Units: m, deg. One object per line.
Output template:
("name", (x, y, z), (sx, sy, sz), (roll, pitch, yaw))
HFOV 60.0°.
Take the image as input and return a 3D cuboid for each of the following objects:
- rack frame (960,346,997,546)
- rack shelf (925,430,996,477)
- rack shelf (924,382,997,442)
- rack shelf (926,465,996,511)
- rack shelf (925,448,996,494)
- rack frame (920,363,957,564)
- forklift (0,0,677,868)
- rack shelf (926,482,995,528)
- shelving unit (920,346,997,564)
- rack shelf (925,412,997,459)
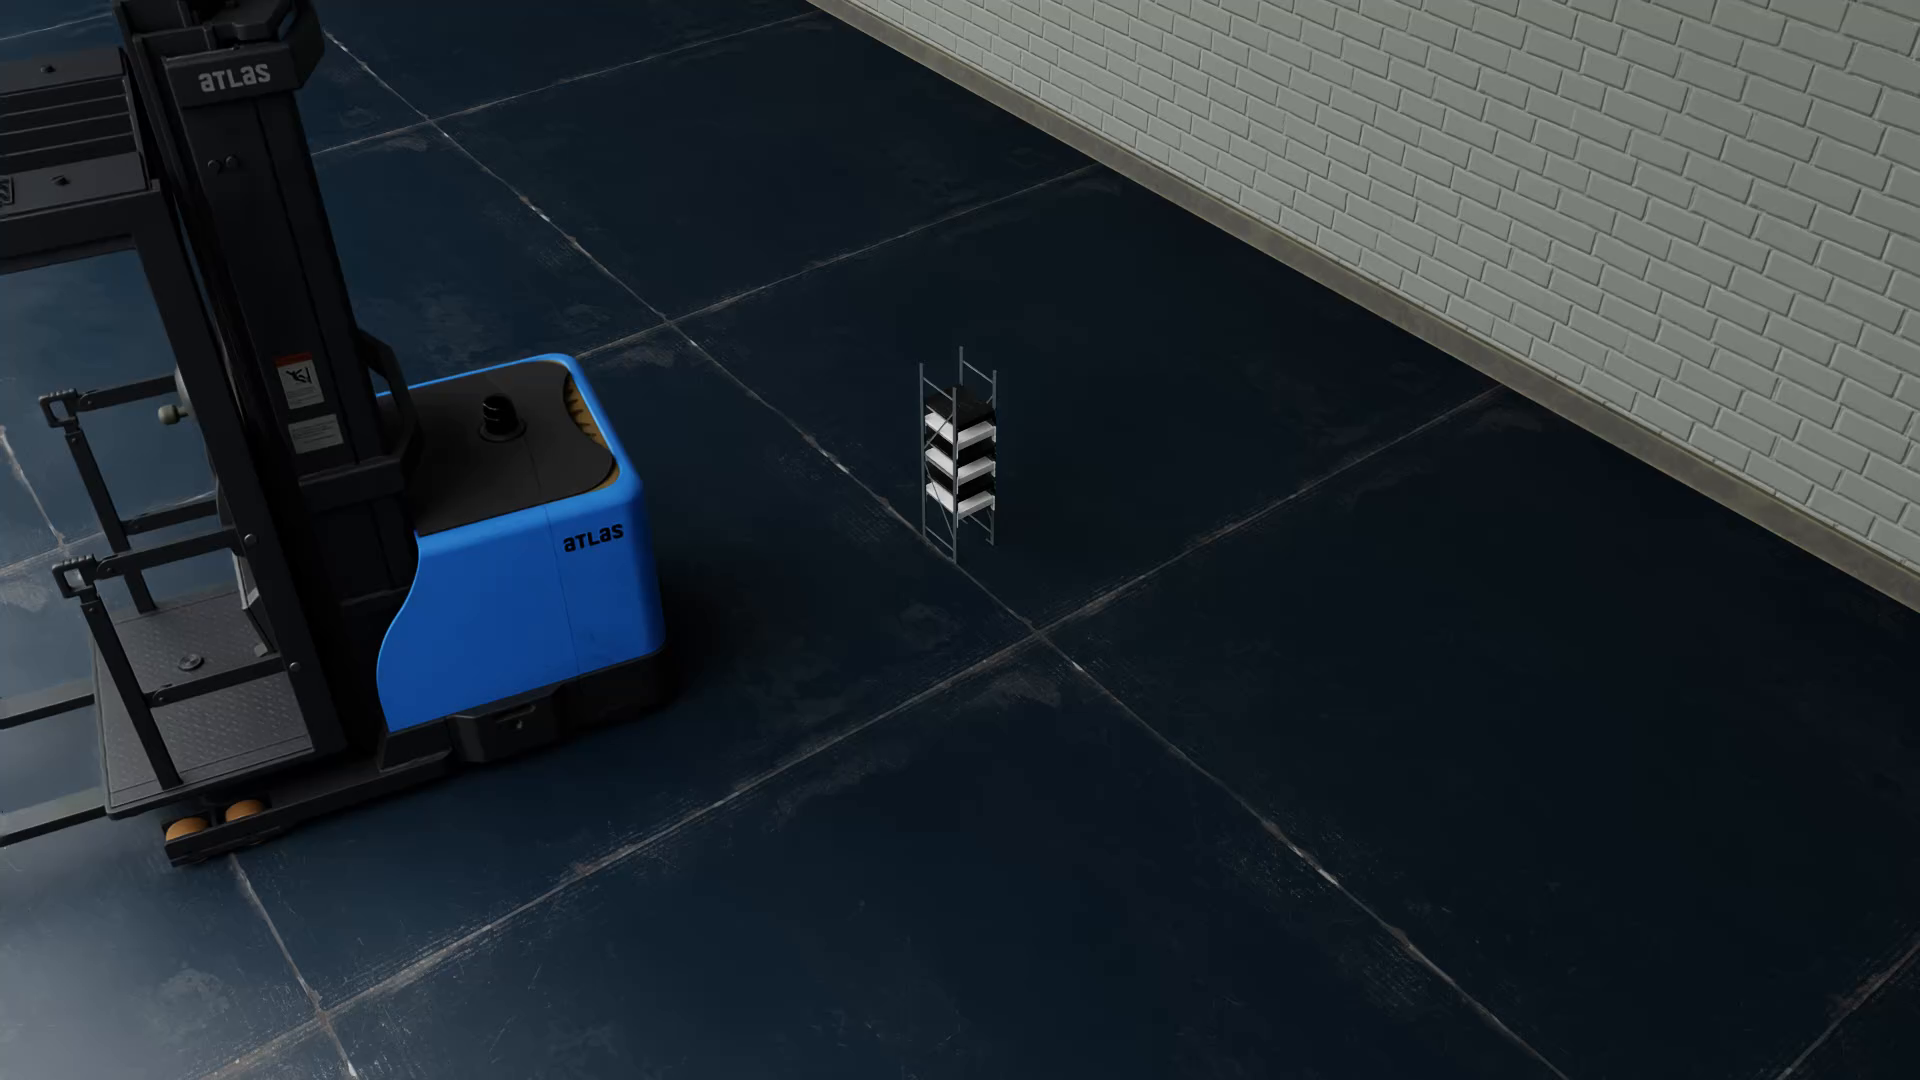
("rack frame", (0.074, -0.384, 7.009), (0.006, 0.900, 0.240), (-26, 46, -28))
("rack shelf", (-0.006, -0.389, 6.925), (0.200, 0.077, 0.258), (-26, 46, -28))
("rack shelf", (-0.006, -0.528, 6.811), (0.200, 0.077, 0.258), (-26, 46, -28))
("rack shelf", (-0.006, -0.249, 7.039), (0.200, 0.077, 0.258), (-26, 46, -28))
("rack shelf", (-0.006, -0.319, 6.982), (0.200, 0.077, 0.258), (-26, 46, -28))
("rack frame", (-0.087, -0.305, 6.913), (0.006, 0.900, 0.240), (-26, 46, -28))
("forklift", (-2.658, -0.376, 5.398), (3.031, 2.935, 1.130), (-17, 42, -19))
("rack shelf", (-0.006, -0.180, 7.096), (0.200, 0.077, 0.258), (-26, 46, -28))
("shelving unit", (-0.006, -0.345, 6.961), (0.210, 0.900, 0.258), (-26, 46, -28))
("rack shelf", (-0.006, -0.458, 6.868), (0.200, 0.077, 0.258), (-26, 46, -28))
